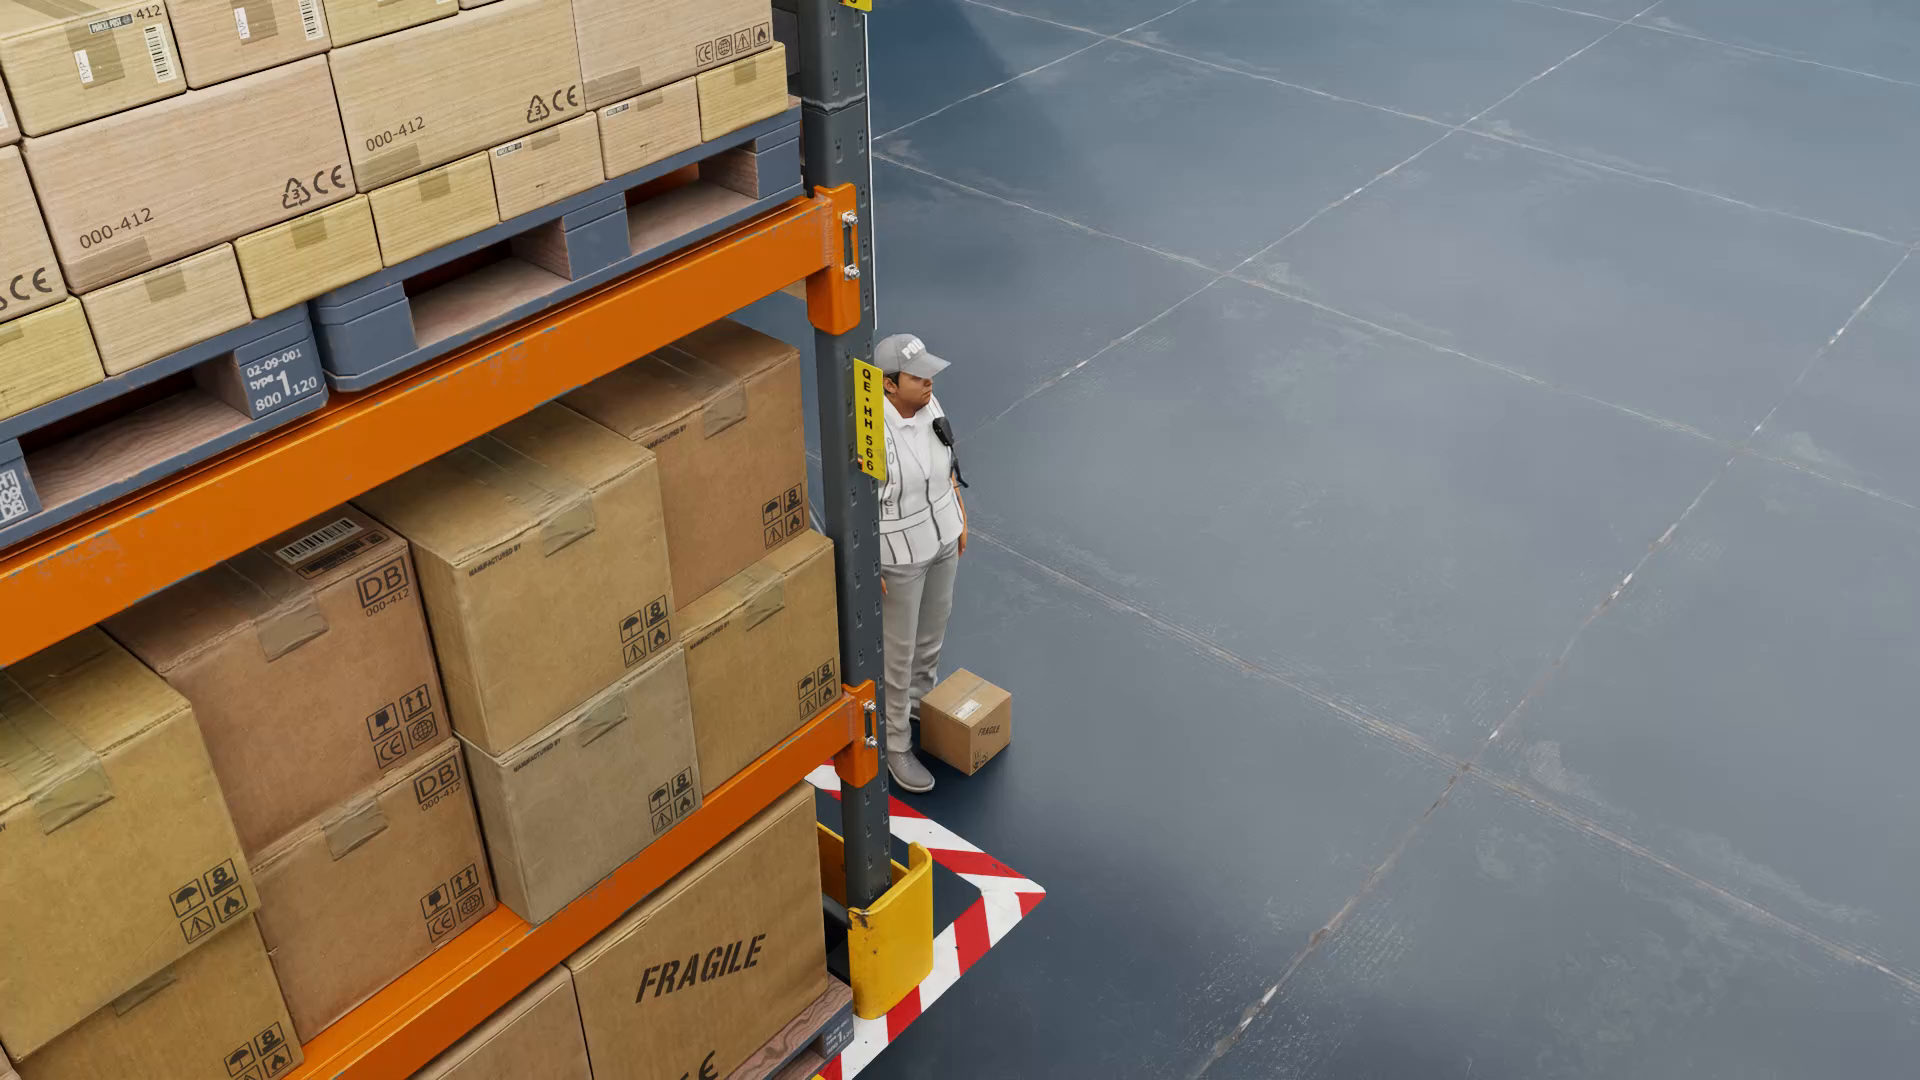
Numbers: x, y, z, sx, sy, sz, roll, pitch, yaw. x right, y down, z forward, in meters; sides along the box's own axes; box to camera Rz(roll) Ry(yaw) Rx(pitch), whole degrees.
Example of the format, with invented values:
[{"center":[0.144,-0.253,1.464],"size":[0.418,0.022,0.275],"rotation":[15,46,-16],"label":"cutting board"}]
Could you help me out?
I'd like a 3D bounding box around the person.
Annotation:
[{"center":[-0.149,0.059,6.041],"size":[0.527,1.670,0.598],"rotation":[27,43,33],"label":"person"}]
